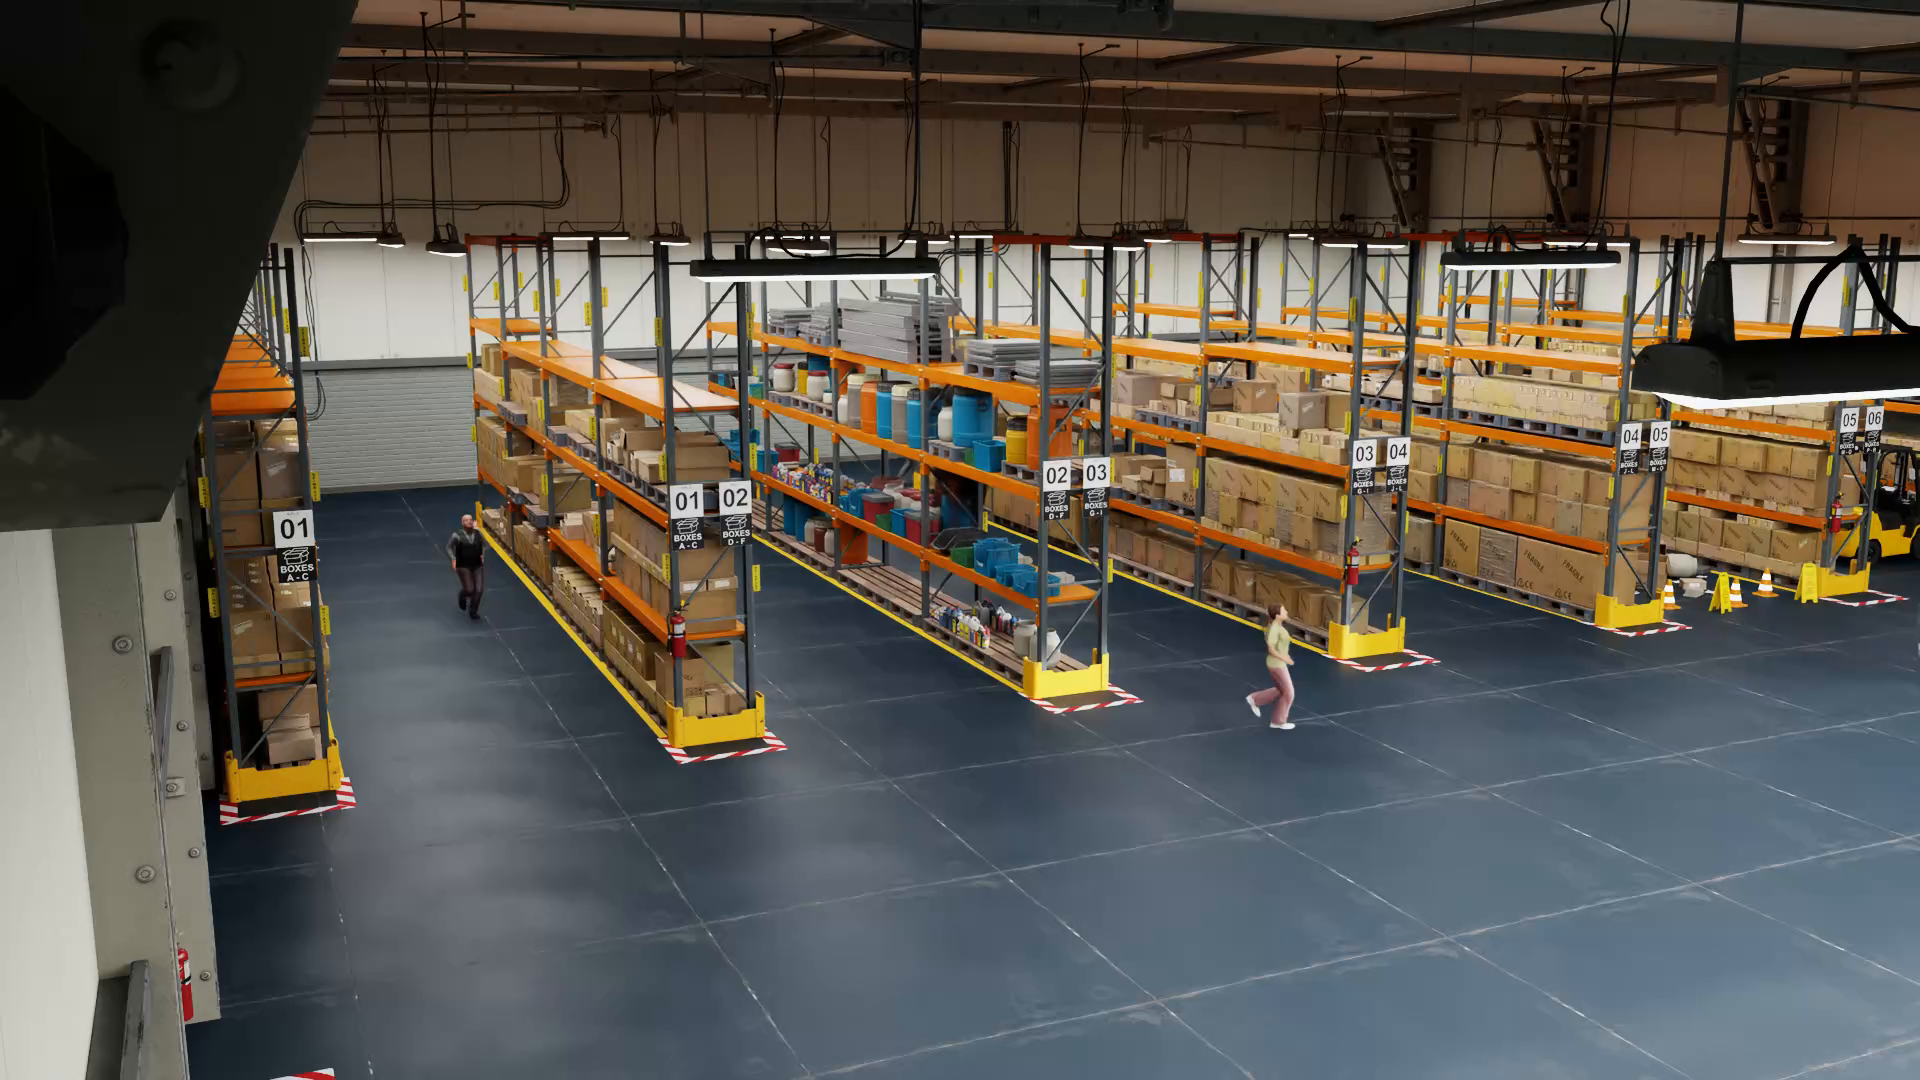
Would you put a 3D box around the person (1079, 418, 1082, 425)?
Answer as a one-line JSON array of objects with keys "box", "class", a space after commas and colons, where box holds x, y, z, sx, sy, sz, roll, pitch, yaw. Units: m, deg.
[{"box": [3.155, -2.418, 41.474, 0.737, 1.643, 0.696, -6, 12, -27], "class": "person"}]

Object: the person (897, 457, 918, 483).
[{"box": [-1.160, -2.115, 39.835, 0.792, 1.689, 0.579, -2, 11, -11], "class": "person"}]

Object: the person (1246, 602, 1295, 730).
[{"box": [3.993, 1.572, 20.754, 0.424, 1.629, 0.585, 2, 11, 10], "class": "person"}]

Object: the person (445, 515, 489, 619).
[{"box": [-7.819, 0.429, 26.546, 0.664, 1.680, 0.578, -7, 13, -33], "class": "person"}]
